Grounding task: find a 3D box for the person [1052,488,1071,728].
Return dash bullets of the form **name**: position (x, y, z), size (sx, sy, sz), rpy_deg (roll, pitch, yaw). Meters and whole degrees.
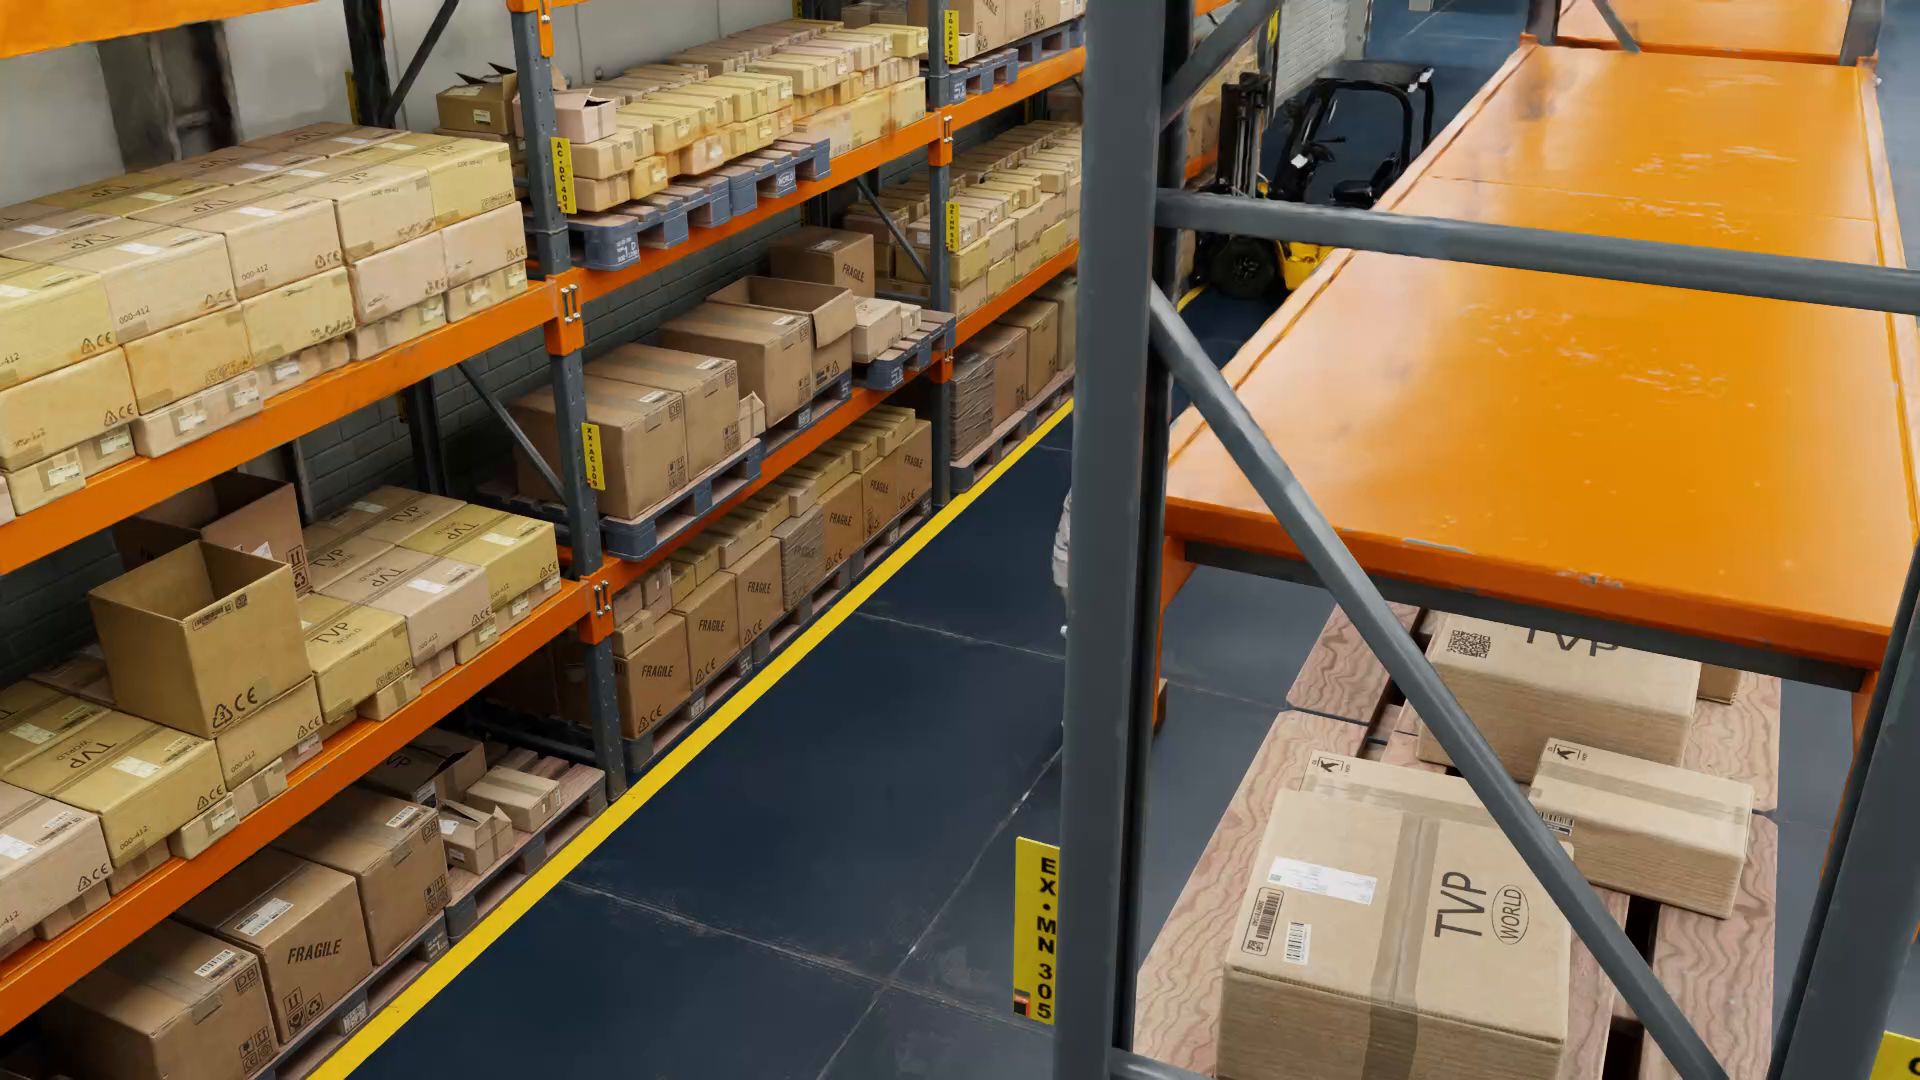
- **person**: position (0.735, 0.201, 9.009), size (0.438, 1.747, 0.584), rpy_deg (11, 28, 22)
